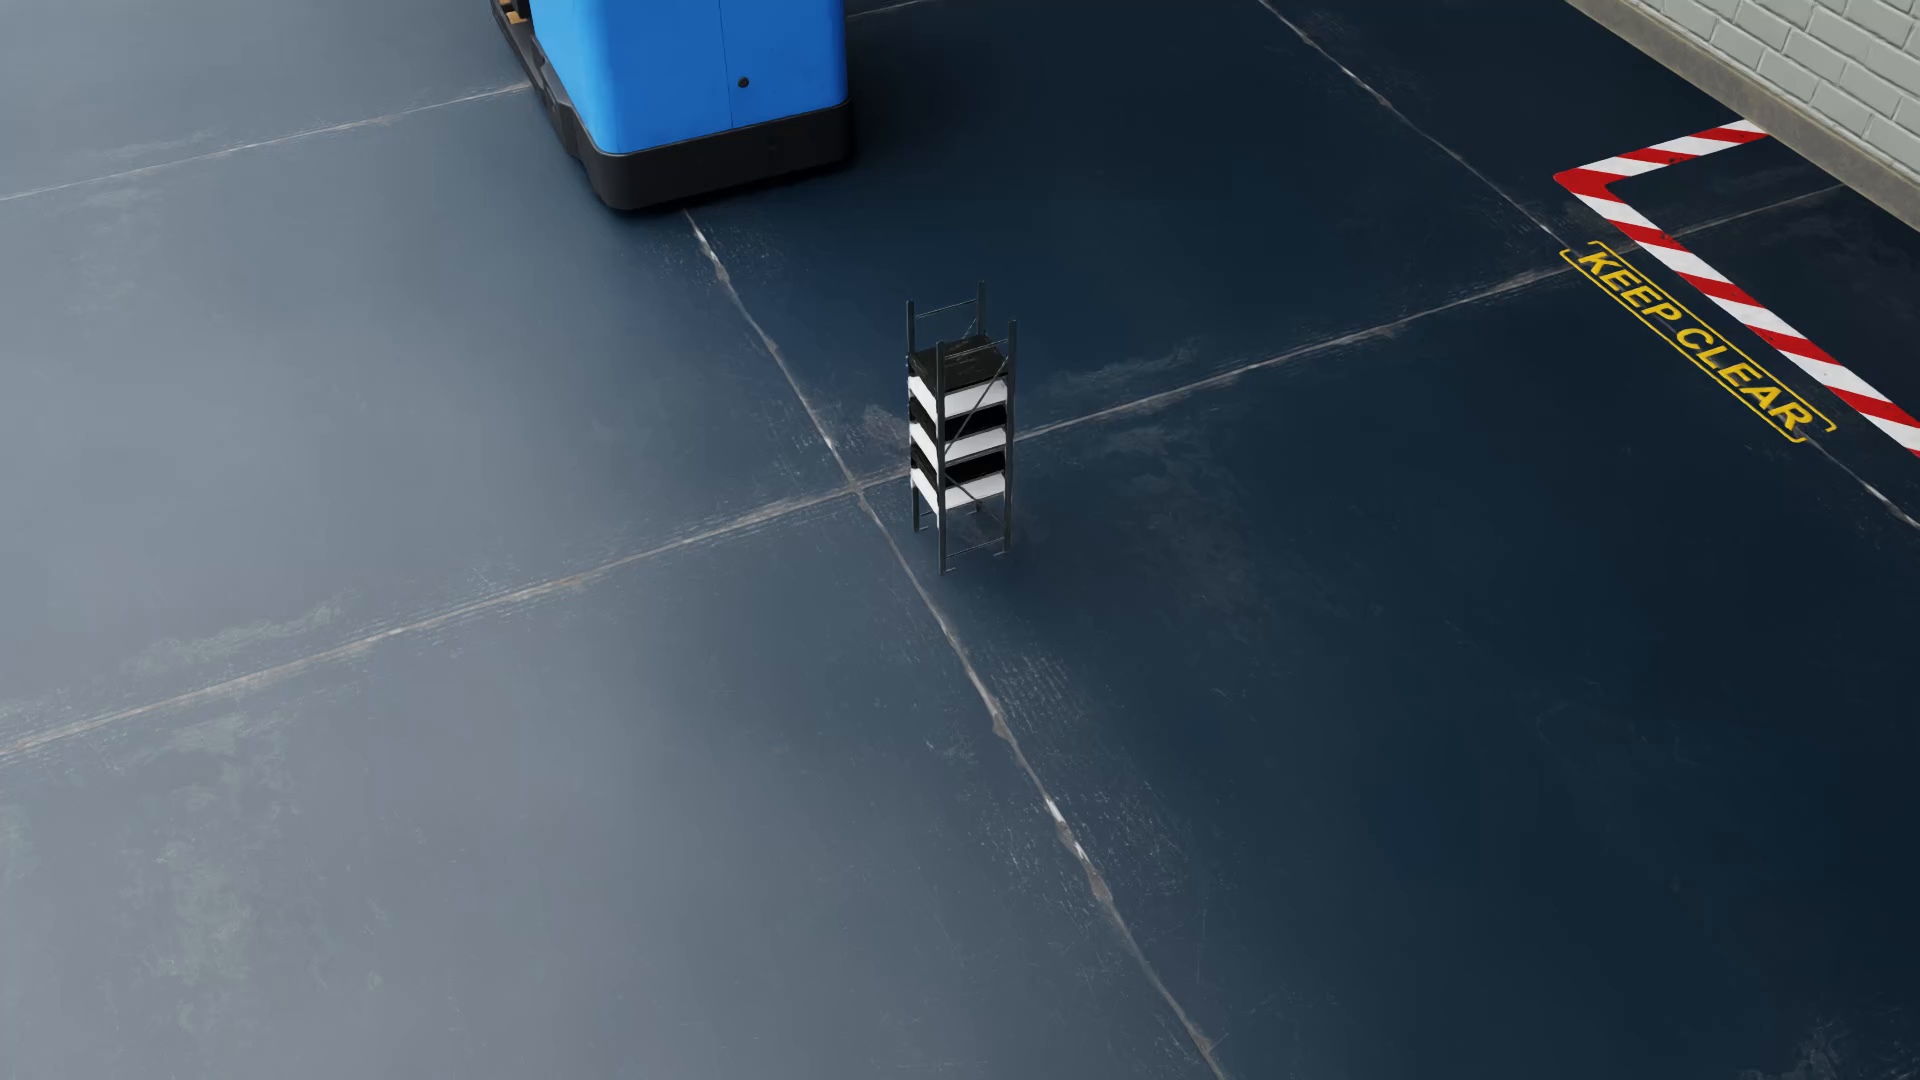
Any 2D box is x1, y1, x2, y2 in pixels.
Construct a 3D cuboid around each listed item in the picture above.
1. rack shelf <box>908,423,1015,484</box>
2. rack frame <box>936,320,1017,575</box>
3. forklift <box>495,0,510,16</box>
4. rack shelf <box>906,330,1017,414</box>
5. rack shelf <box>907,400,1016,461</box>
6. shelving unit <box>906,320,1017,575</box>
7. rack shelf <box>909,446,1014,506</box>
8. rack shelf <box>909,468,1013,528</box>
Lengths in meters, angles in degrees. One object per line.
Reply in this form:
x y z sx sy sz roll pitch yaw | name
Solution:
0.003 -0.291 4.952 0.258 0.077 0.200 -18 47 -17 | rack shelf
0.046 -0.250 4.863 0.240 0.900 0.006 -18 47 -17 | rack frame
-1.488 -3.369 6.578 1.121 2.935 3.031 -18 47 -17 | forklift
0.003 -0.484 4.762 0.258 0.077 0.200 -18 47 -17 | rack shelf
0.003 -0.355 4.889 0.258 0.077 0.200 -18 47 -17 | rack shelf
-1.299 -6.959 11.662 6.000 0.900 18.469 -18 47 -17 | shelving unit
0.003 -0.227 5.015 0.258 0.077 0.200 -18 47 -17 | rack shelf
-1.300 -6.738 11.883 6.000 0.276 18.464 -18 47 -17 | rack shelf
